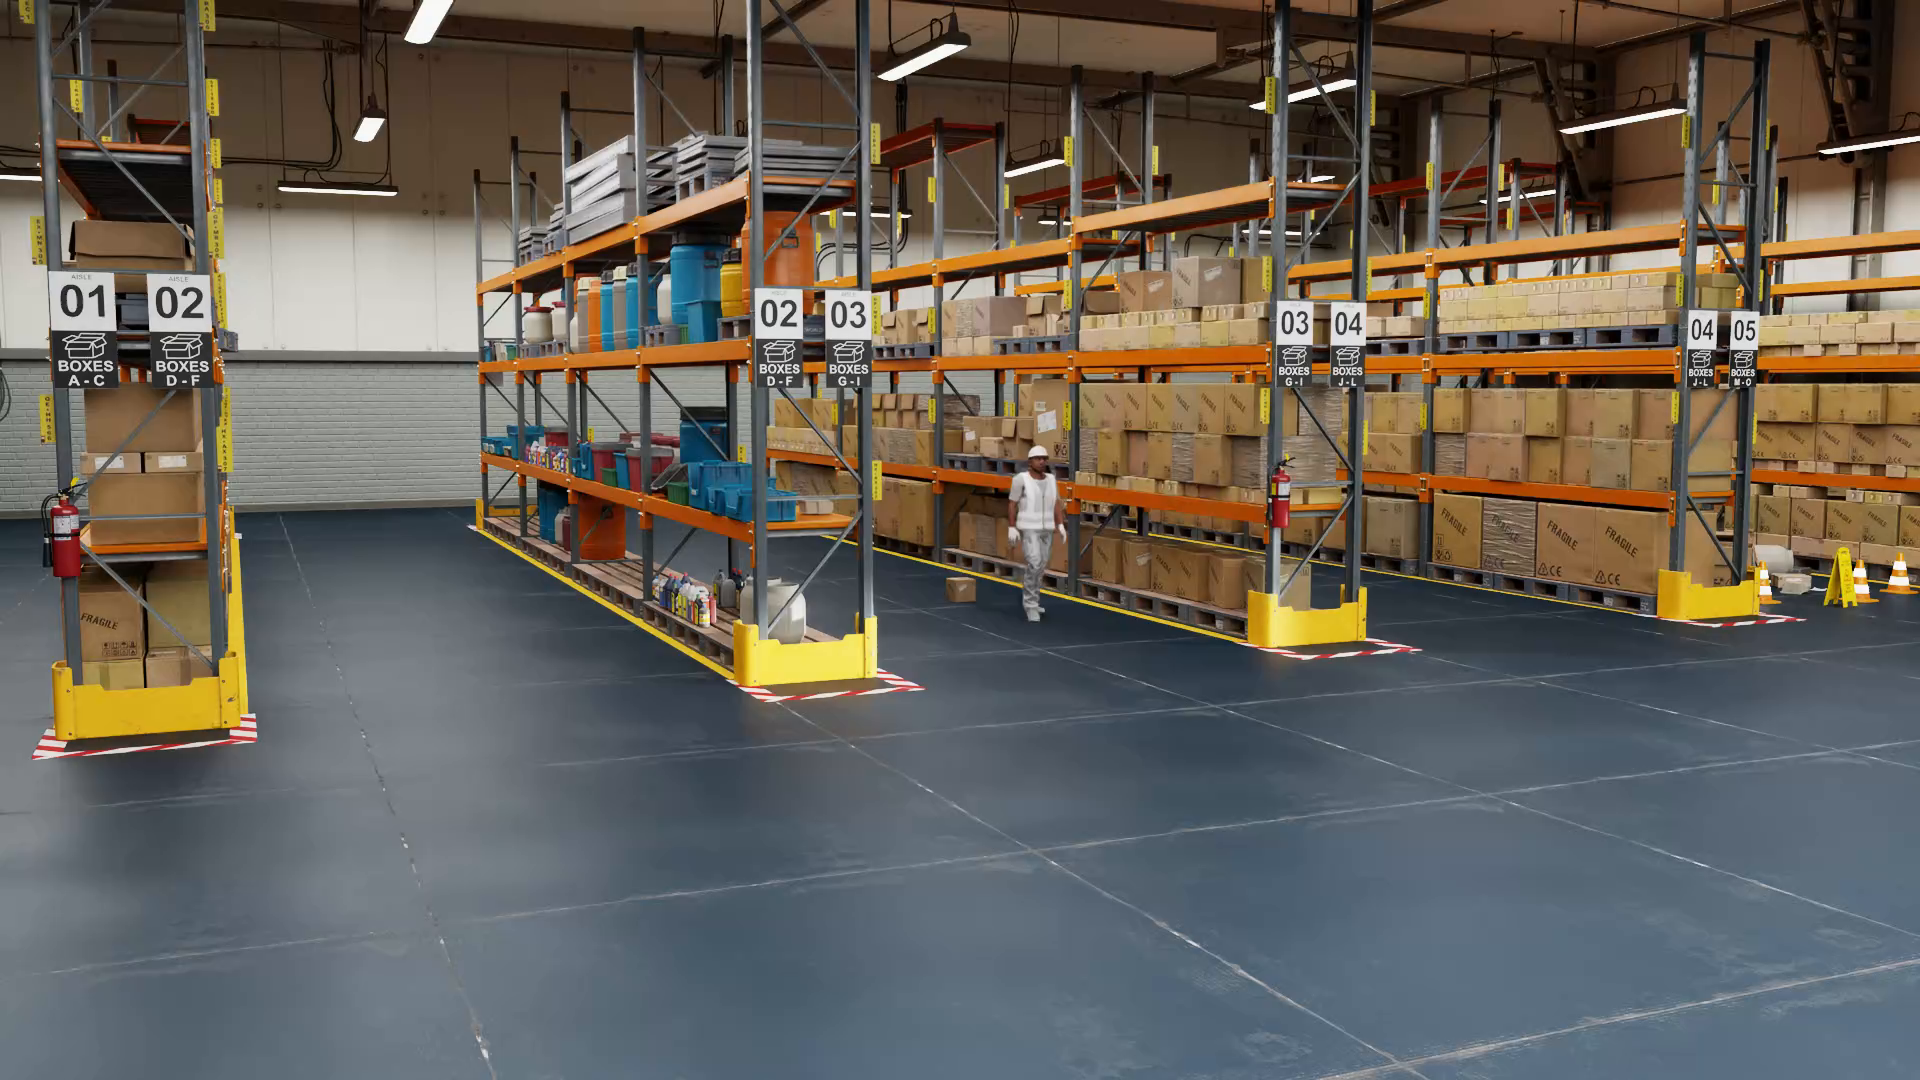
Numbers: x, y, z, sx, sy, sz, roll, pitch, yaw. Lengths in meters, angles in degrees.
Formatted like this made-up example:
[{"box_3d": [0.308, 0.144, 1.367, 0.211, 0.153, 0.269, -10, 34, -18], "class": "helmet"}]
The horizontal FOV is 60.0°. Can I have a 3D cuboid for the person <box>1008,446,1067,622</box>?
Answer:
[{"box_3d": [0.806, -0.064, 17.357, 0.564, 1.842, 0.526, -3, 6, -30], "class": "person"}]
